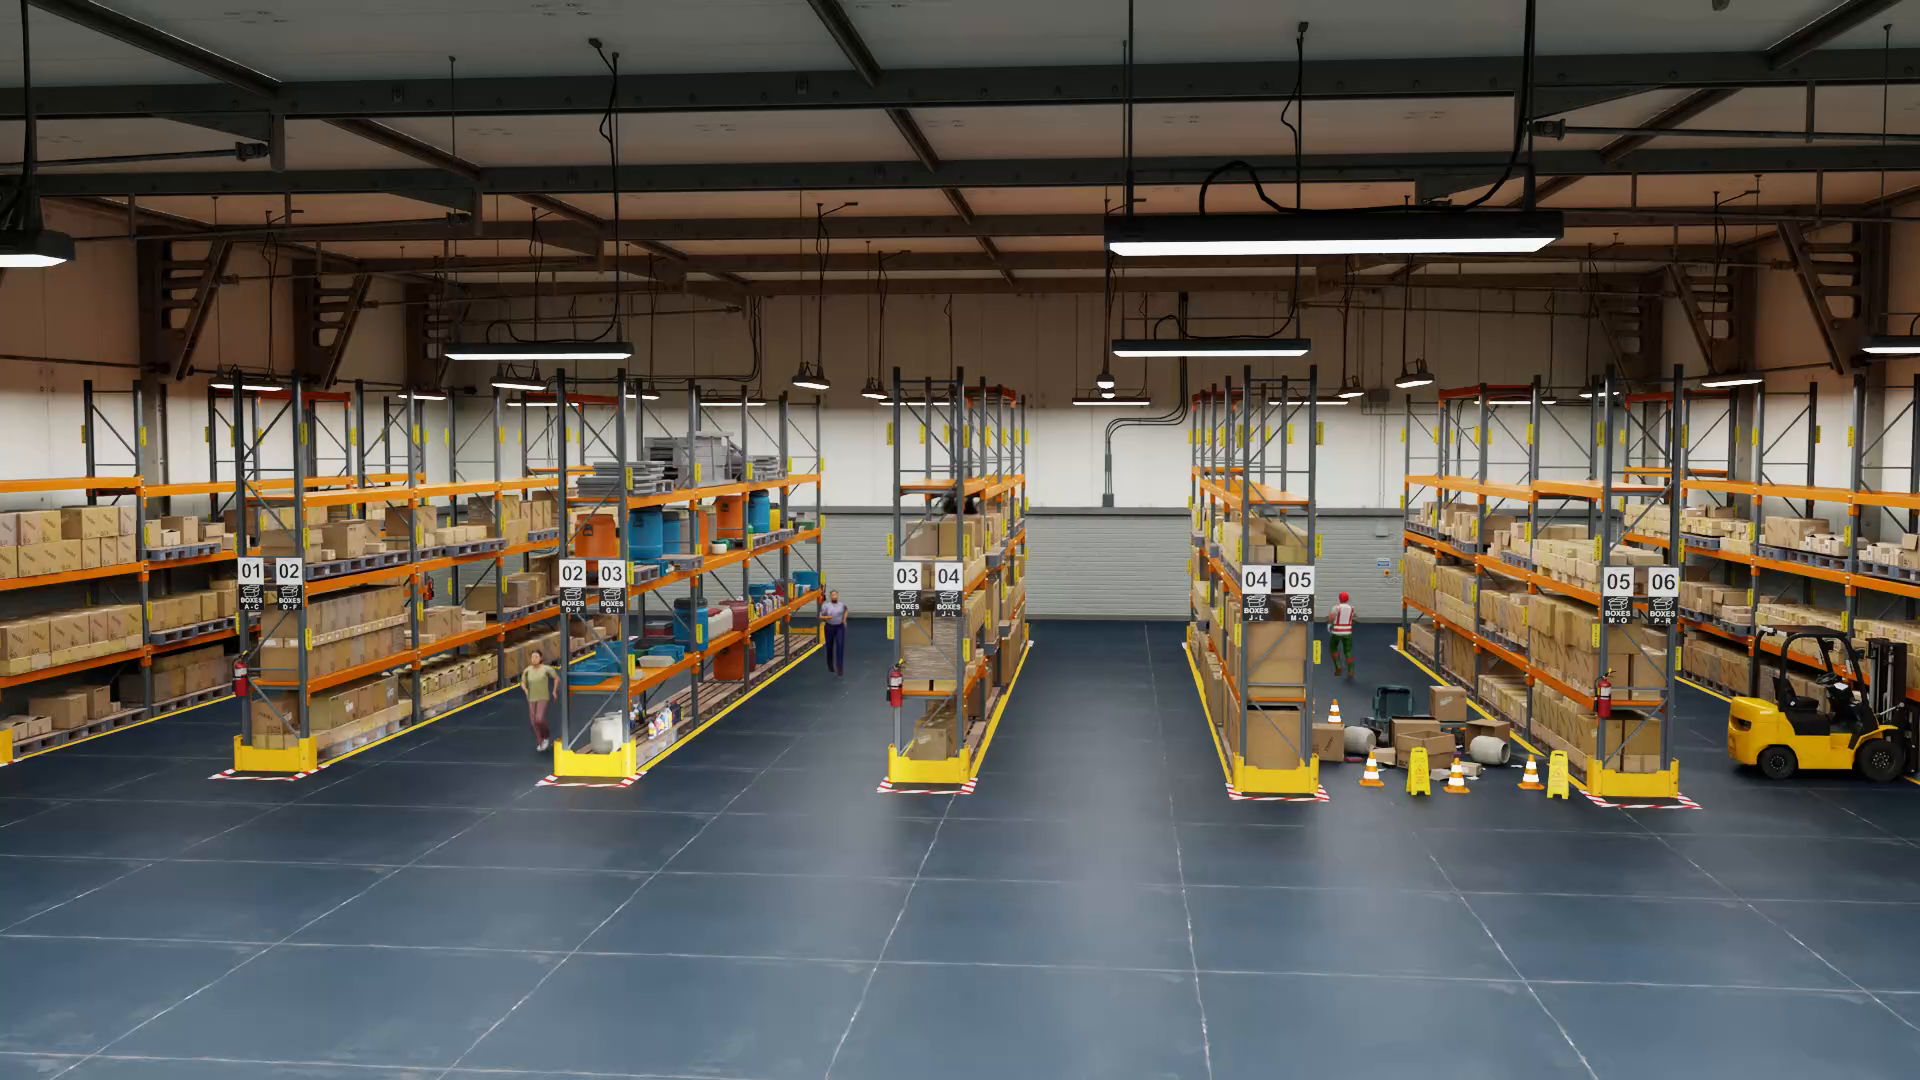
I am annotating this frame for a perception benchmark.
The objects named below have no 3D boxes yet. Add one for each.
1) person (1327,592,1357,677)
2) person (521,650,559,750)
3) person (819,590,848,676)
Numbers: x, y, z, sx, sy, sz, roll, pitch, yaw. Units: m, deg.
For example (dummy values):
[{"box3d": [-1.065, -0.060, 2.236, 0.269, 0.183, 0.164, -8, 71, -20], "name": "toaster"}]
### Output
[{"box3d": [7.906, 1.957, 34.458, 0.671, 1.769, 0.884, 0, 4, -3], "name": "person"}, {"box3d": [-6.674, 2.541, 26.317, 0.552, 1.626, 0.680, 0, 4, 4], "name": "person"}, {"box3d": [-2.525, 1.836, 33.363, 0.599, 1.681, 0.841, -1, 4, -9], "name": "person"}]
